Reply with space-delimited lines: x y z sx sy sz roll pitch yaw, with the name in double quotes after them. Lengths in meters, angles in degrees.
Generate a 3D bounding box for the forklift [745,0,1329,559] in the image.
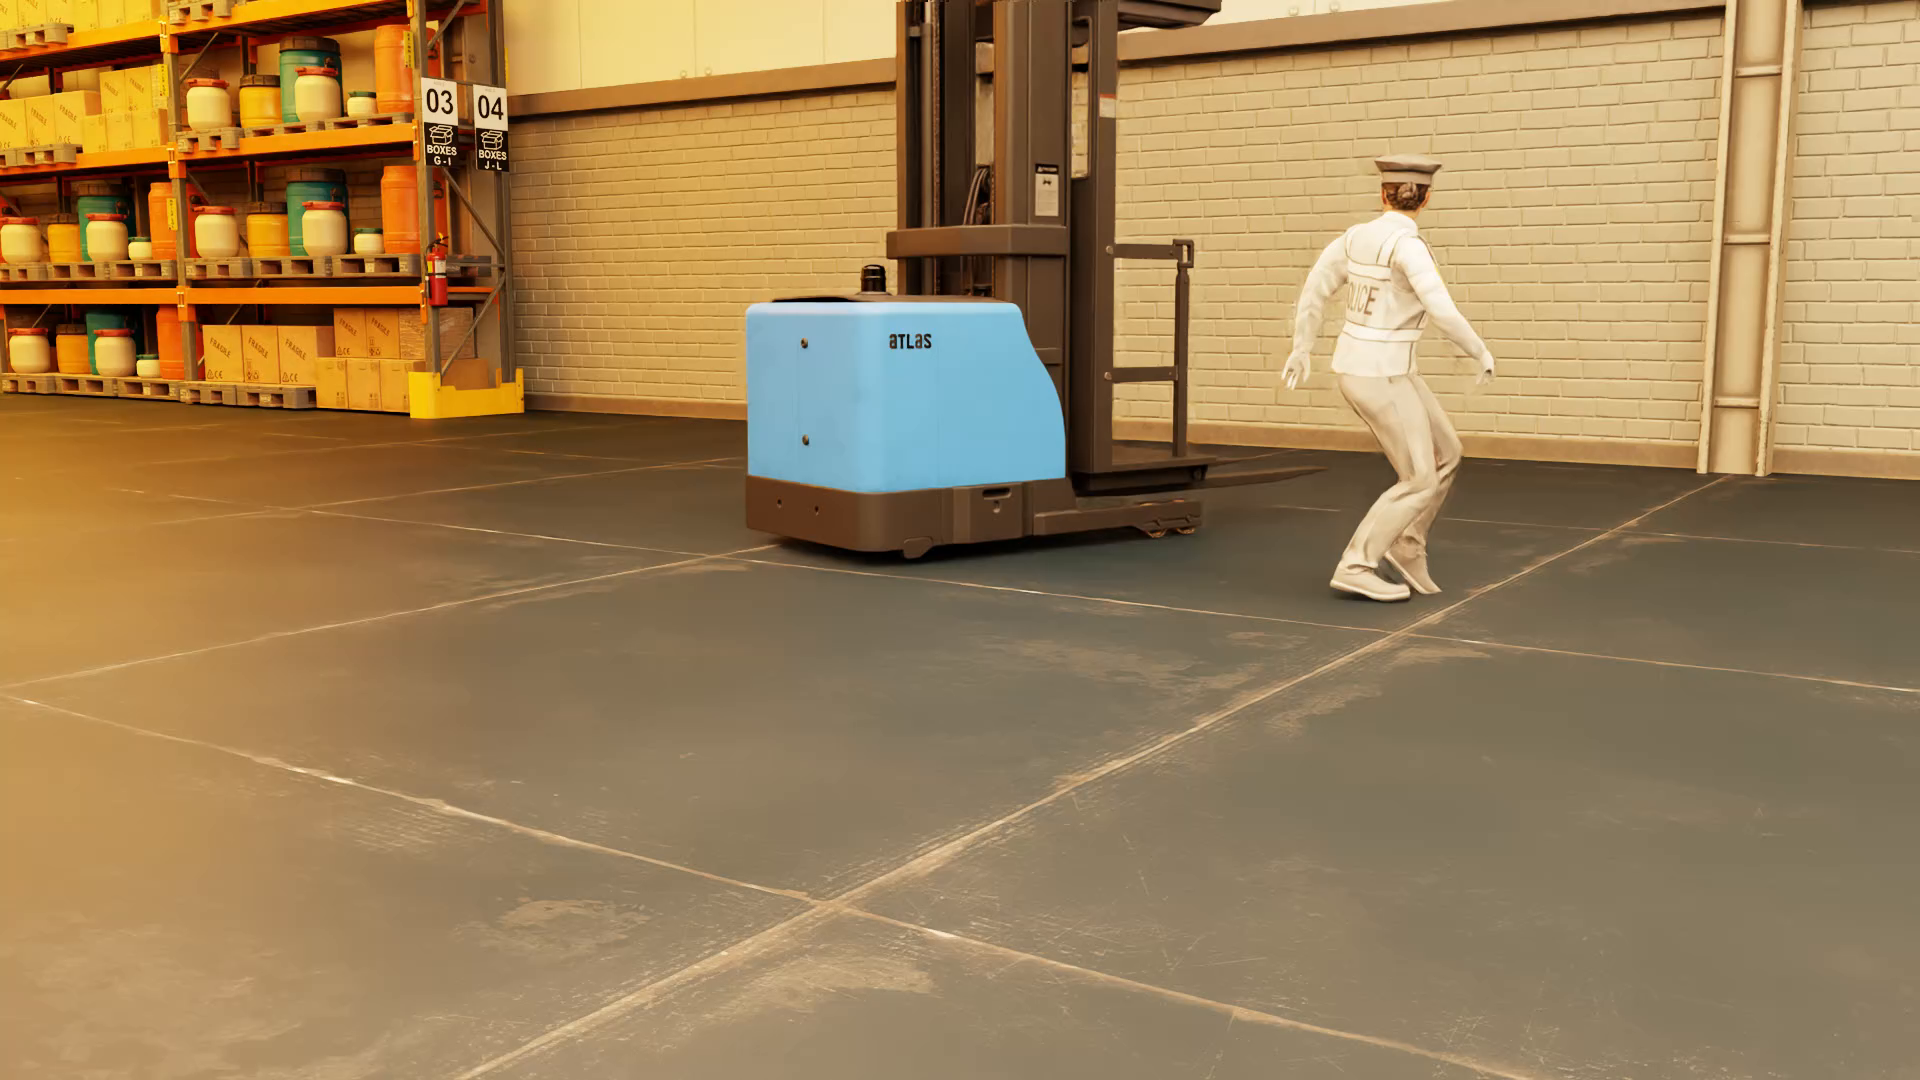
0.514 -1.513 7.833 3.031 2.935 1.130 -6 10 -37 "forklift"

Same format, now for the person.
1.560 -0.562 6.046 0.710 1.646 0.613 0 8 3 "person"
